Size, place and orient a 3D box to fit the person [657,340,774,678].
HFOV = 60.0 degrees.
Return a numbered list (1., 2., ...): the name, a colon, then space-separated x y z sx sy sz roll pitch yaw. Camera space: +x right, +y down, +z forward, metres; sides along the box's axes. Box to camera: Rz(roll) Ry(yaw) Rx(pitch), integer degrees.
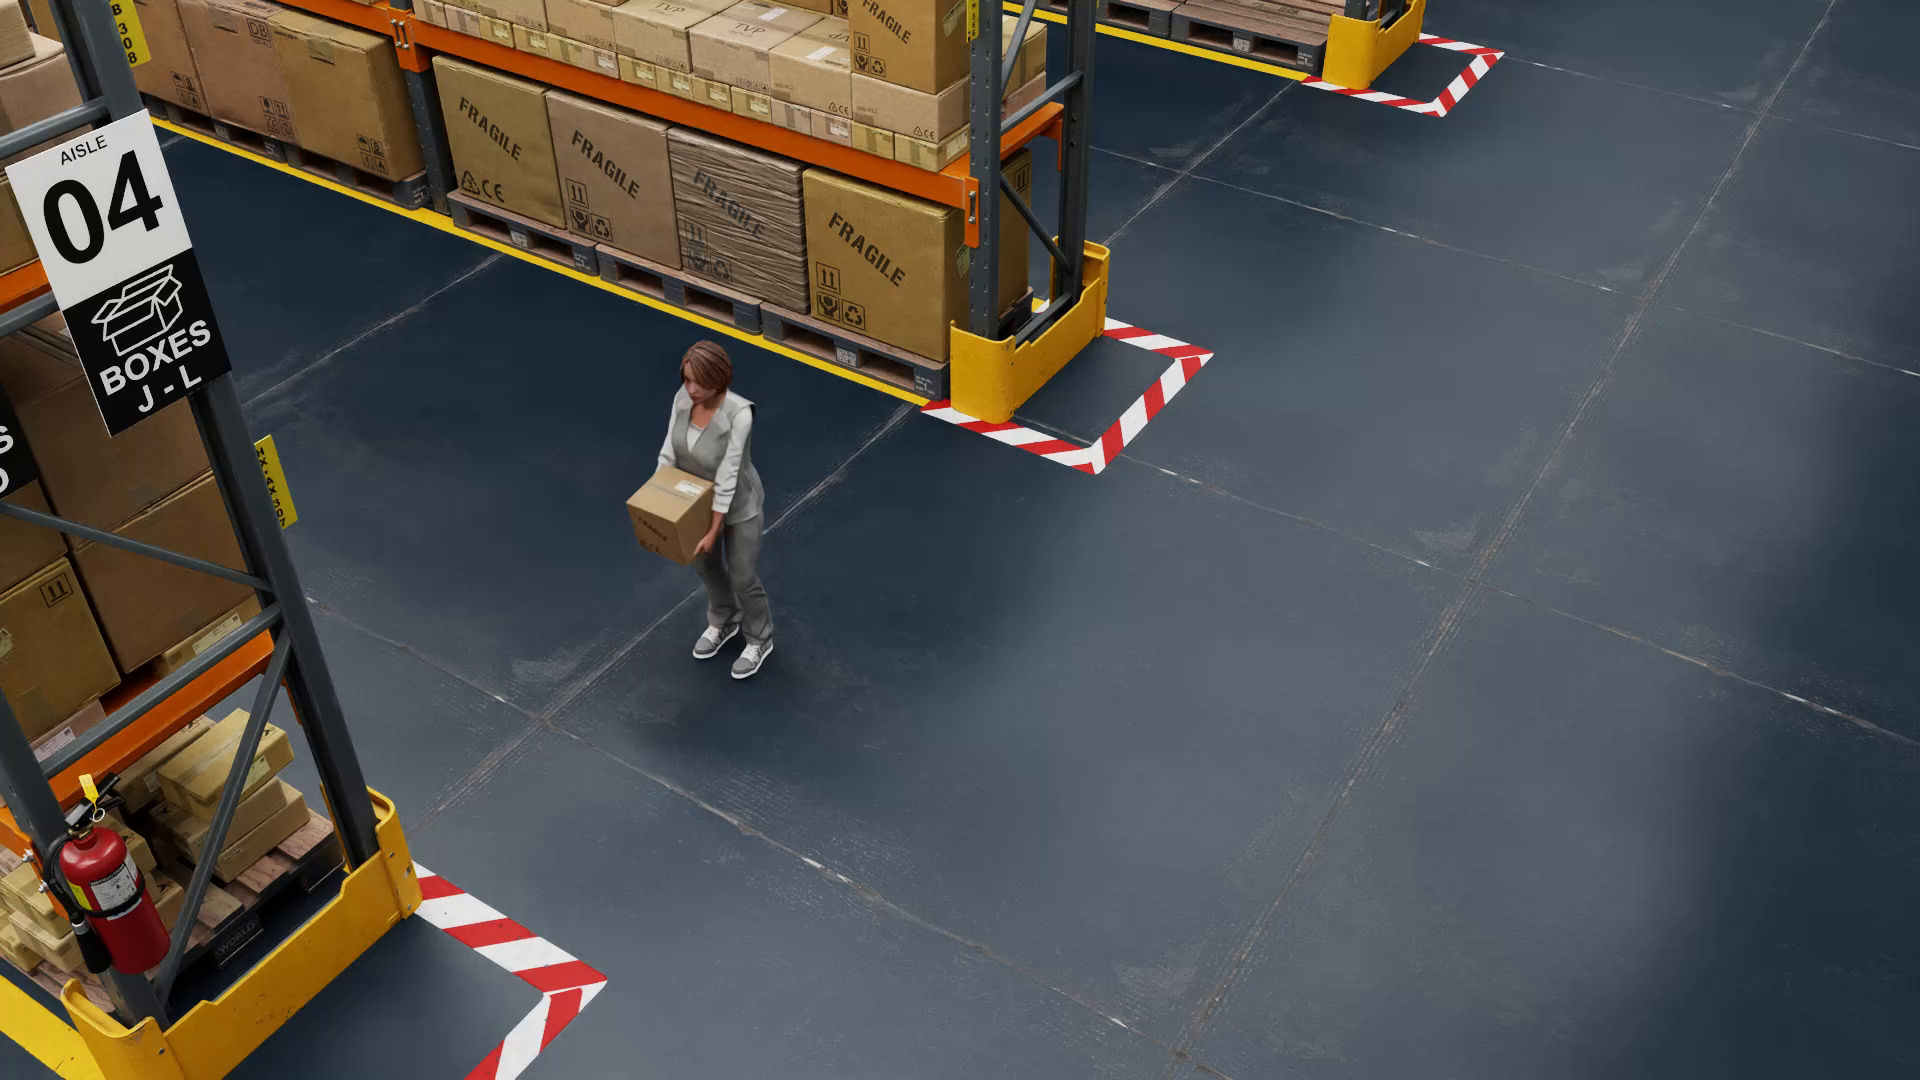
1. person: -1.023 -0.089 6.801 0.375 1.599 0.505 21 44 24
